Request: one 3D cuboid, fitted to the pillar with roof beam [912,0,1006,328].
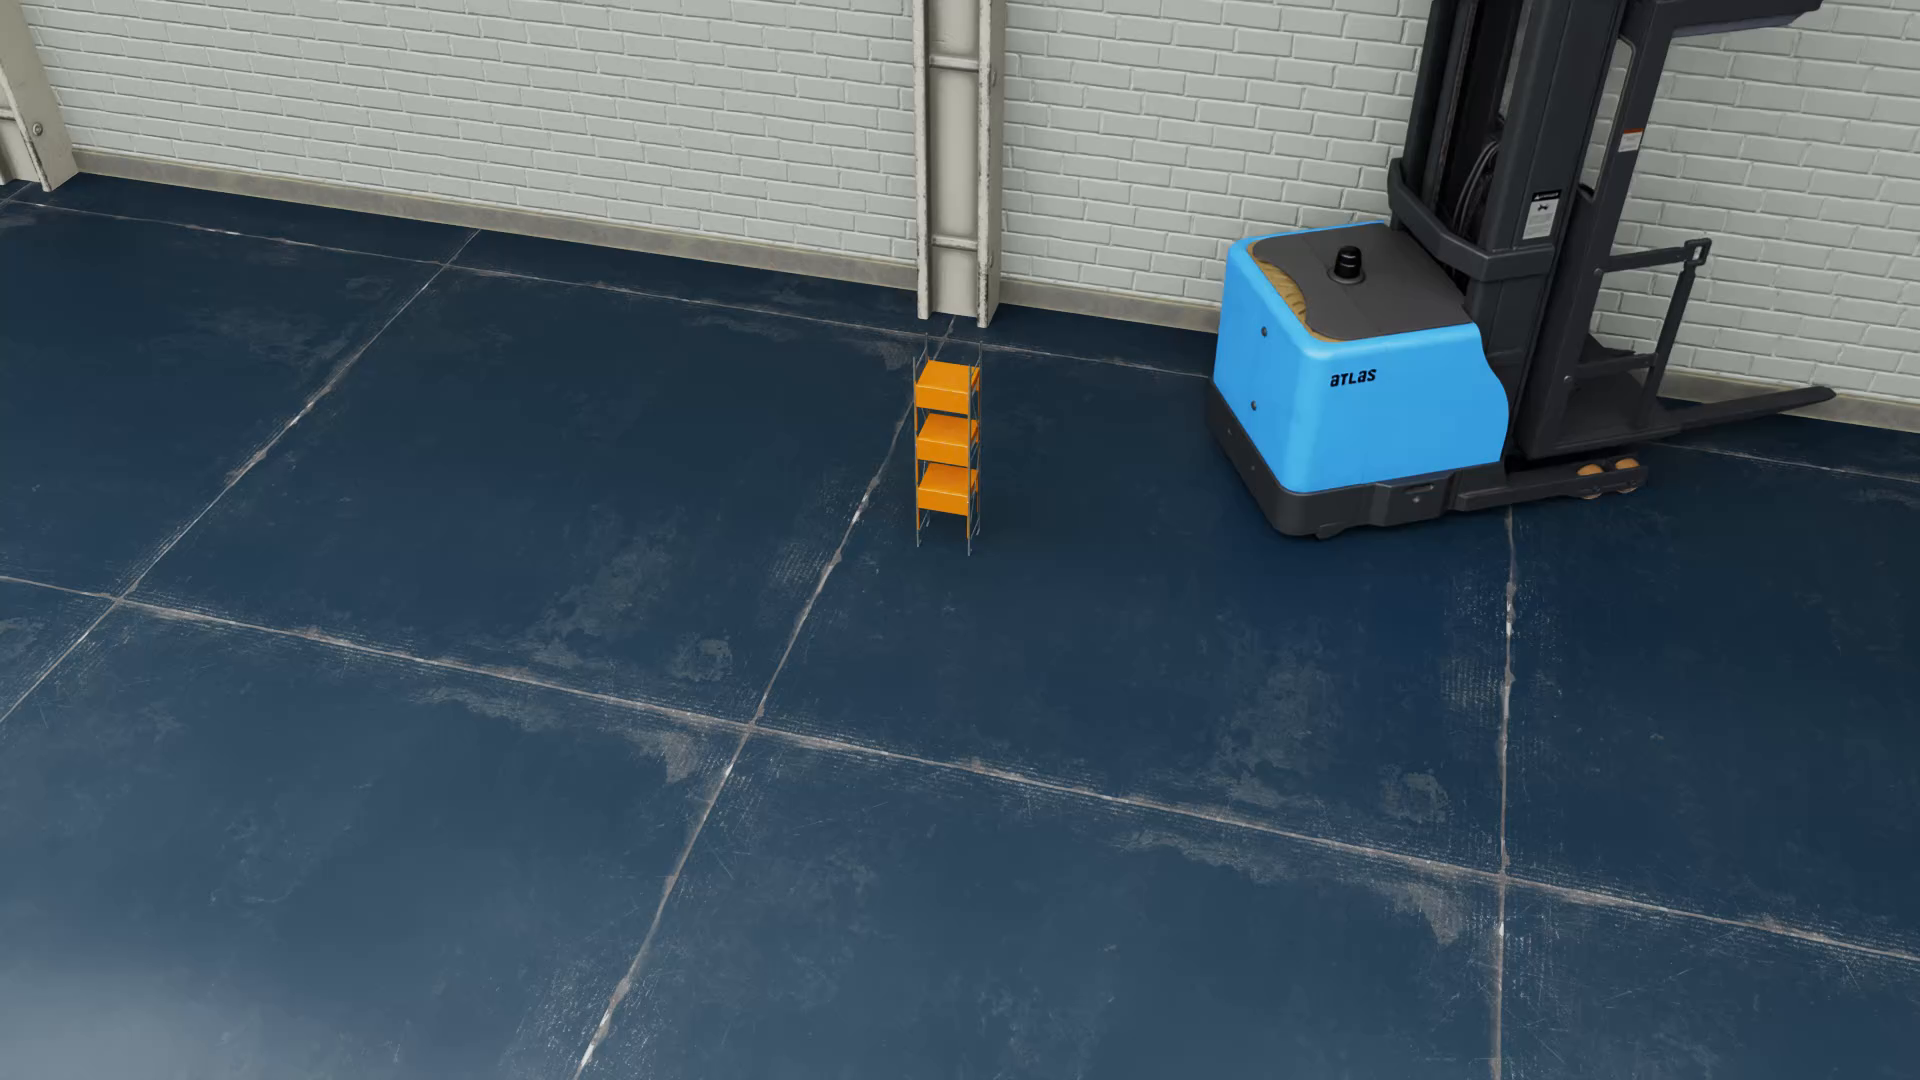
[{"bbox_3d":[-1.116,-2.065,3.212,0.400,9.000,9.100,10,41,11],"label":"pillar with roof beam"}]

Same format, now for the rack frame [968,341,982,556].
[{"bbox_3d":[0.066,-0.391,7.399,0.008,1.050,0.200,10,41,11],"label":"rack frame"}]

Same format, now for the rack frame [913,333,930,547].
[{"bbox_3d":[-0.170,-0.431,7.447,0.008,1.050,0.200,10,41,11],"label":"rack frame"}]

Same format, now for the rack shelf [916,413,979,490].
[{"bbox_3d":[-0.052,-0.403,7.430,0.240,0.259,0.215,10,41,11],"label":"rack shelf"}]

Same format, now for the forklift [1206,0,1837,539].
[{"bbox_3d":[2.810,-1.639,7.422,3.031,2.935,1.130,-9,41,-11],"label":"forklift"}]

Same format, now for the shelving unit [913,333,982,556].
[{"bbox_3d":[-0.052,-0.411,7.423,0.252,1.050,0.215,10,41,11],"label":"shelving unit"}]

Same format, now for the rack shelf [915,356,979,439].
[{"bbox_3d":[-0.052,-0.620,7.247,0.240,0.259,0.215,10,41,11],"label":"rack shelf"}]

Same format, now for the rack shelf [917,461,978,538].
[{"bbox_3d":[-0.052,-0.190,7.608,0.240,0.259,0.215,10,41,11],"label":"rack shelf"}]

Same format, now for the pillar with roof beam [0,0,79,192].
[{"bbox_3d":[-6.912,-3.062,4.399,0.400,9.000,9.100,10,41,11],"label":"pillar with roof beam"}]
